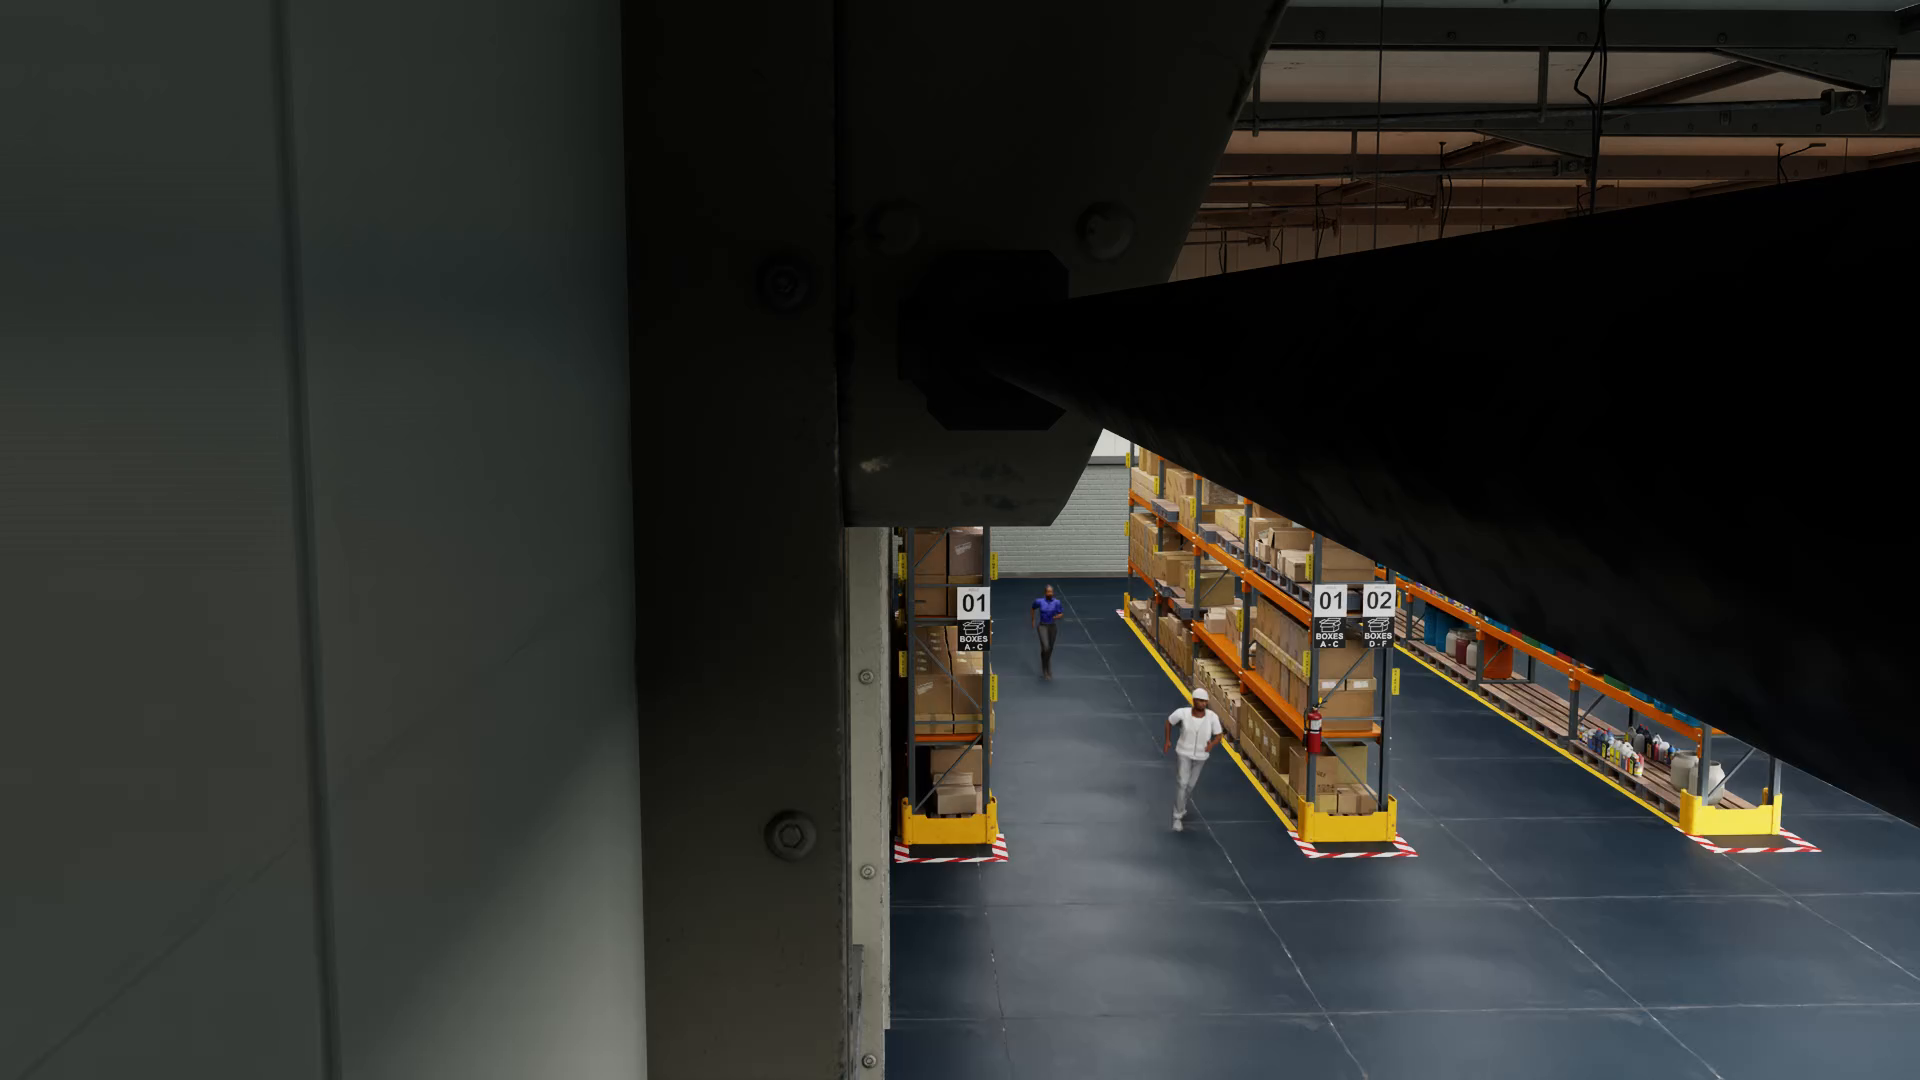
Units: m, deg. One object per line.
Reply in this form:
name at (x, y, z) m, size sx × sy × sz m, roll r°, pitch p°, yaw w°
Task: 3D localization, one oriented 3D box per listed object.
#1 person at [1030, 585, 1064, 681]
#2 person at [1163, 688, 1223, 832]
person at (1.589, 1.658, 30.133) m, size 0.533 × 1.715 × 0.832 m, roll -2°, pitch 8°, yaw -14°
person at (2.962, 2.729, 21.141) m, size 0.737 × 1.723 × 0.967 m, roll -1°, pitch 7°, yaw -4°
